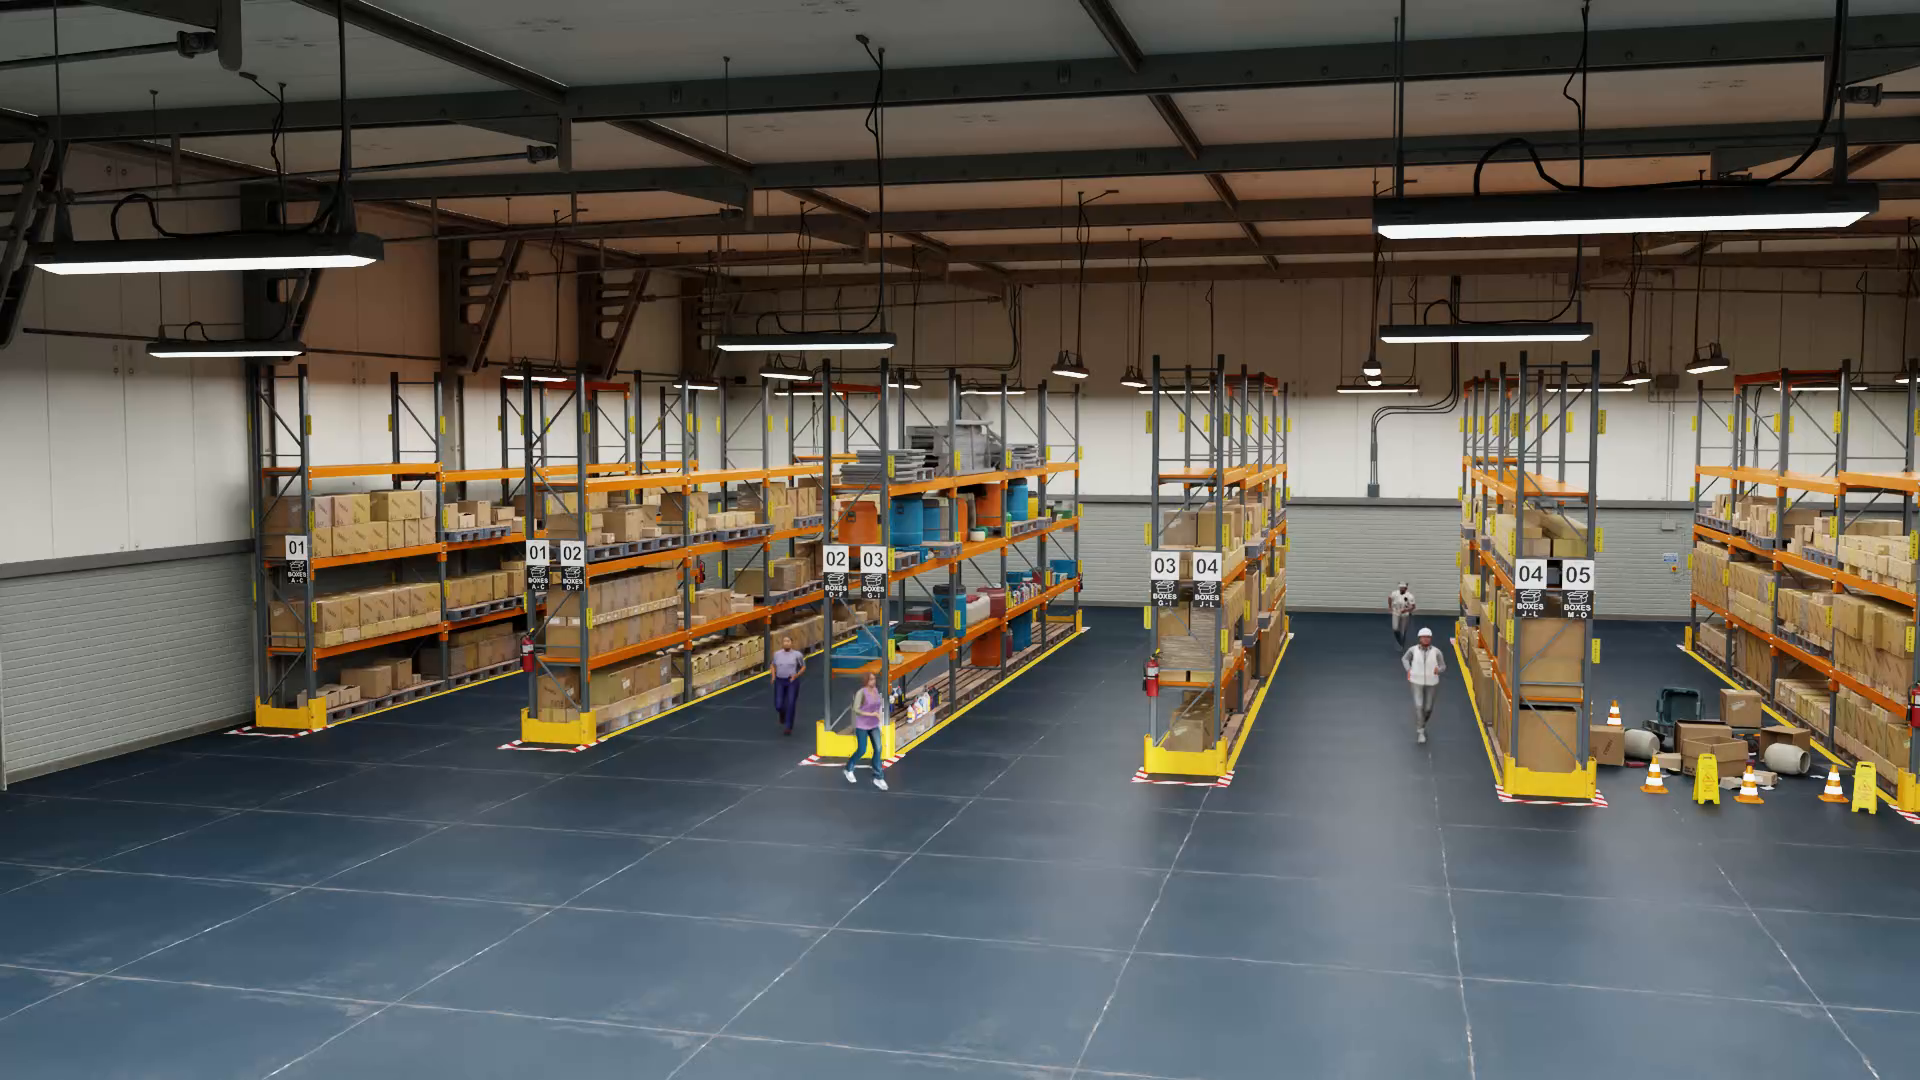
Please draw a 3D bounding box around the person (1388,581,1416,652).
[{"bbox_3d":[9.779,1.686,36.802,0.613,1.600,0.753,2,4,21],"label":"person"}]

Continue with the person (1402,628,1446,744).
[{"bbox_3d":[7.392,2.286,26.483,0.662,1.782,0.954,1,4,10],"label":"person"}]

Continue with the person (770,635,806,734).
[{"bbox_3d":[-2.805,2.344,27.024,0.607,1.593,0.551,0,4,4],"label":"person"}]

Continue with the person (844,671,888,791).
[{"bbox_3d":[-1.295,2.615,22.993,0.758,1.634,0.557,4,5,44],"label":"person"}]
